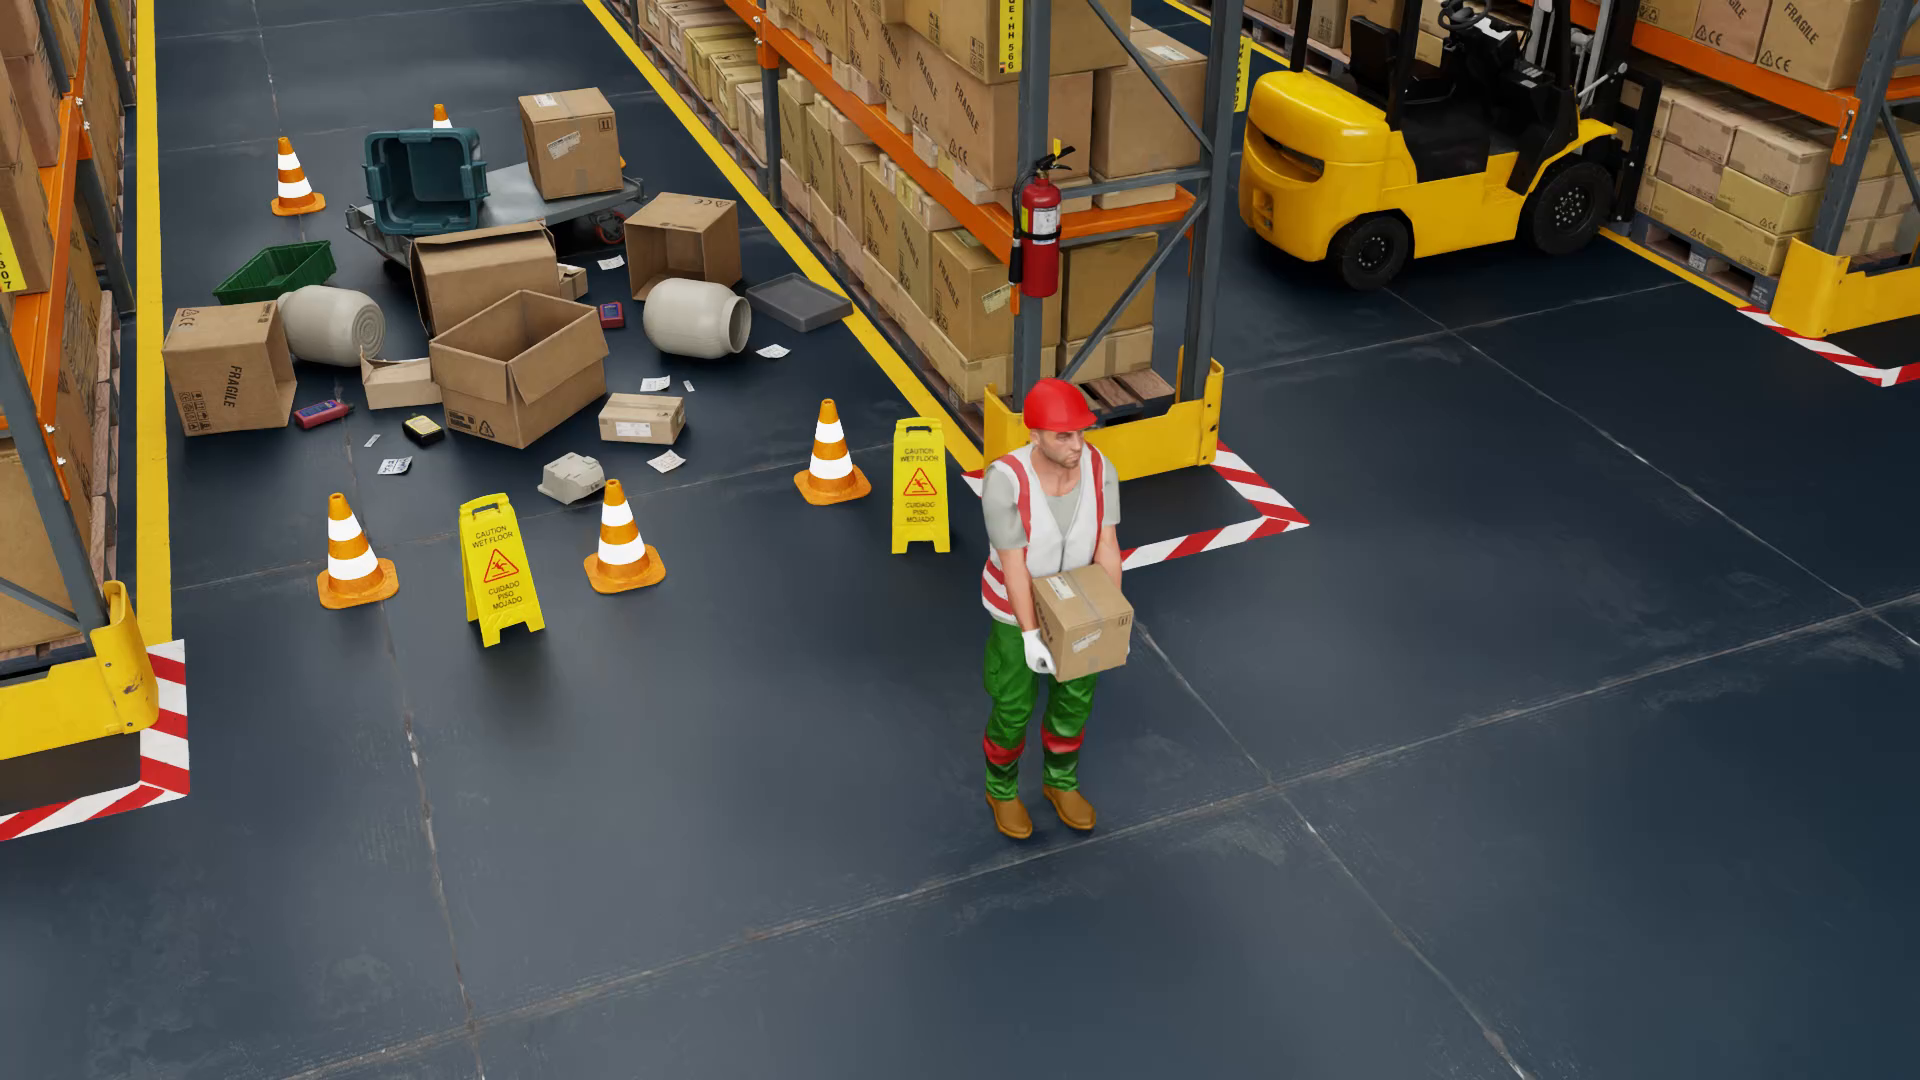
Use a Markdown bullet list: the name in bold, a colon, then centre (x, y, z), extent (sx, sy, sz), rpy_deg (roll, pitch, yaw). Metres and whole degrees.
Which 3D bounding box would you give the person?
- **person**: centre (0.333, 0.280, 5.693), extent (0.495, 1.784, 0.559), rpy_deg (-13, 36, -20)
